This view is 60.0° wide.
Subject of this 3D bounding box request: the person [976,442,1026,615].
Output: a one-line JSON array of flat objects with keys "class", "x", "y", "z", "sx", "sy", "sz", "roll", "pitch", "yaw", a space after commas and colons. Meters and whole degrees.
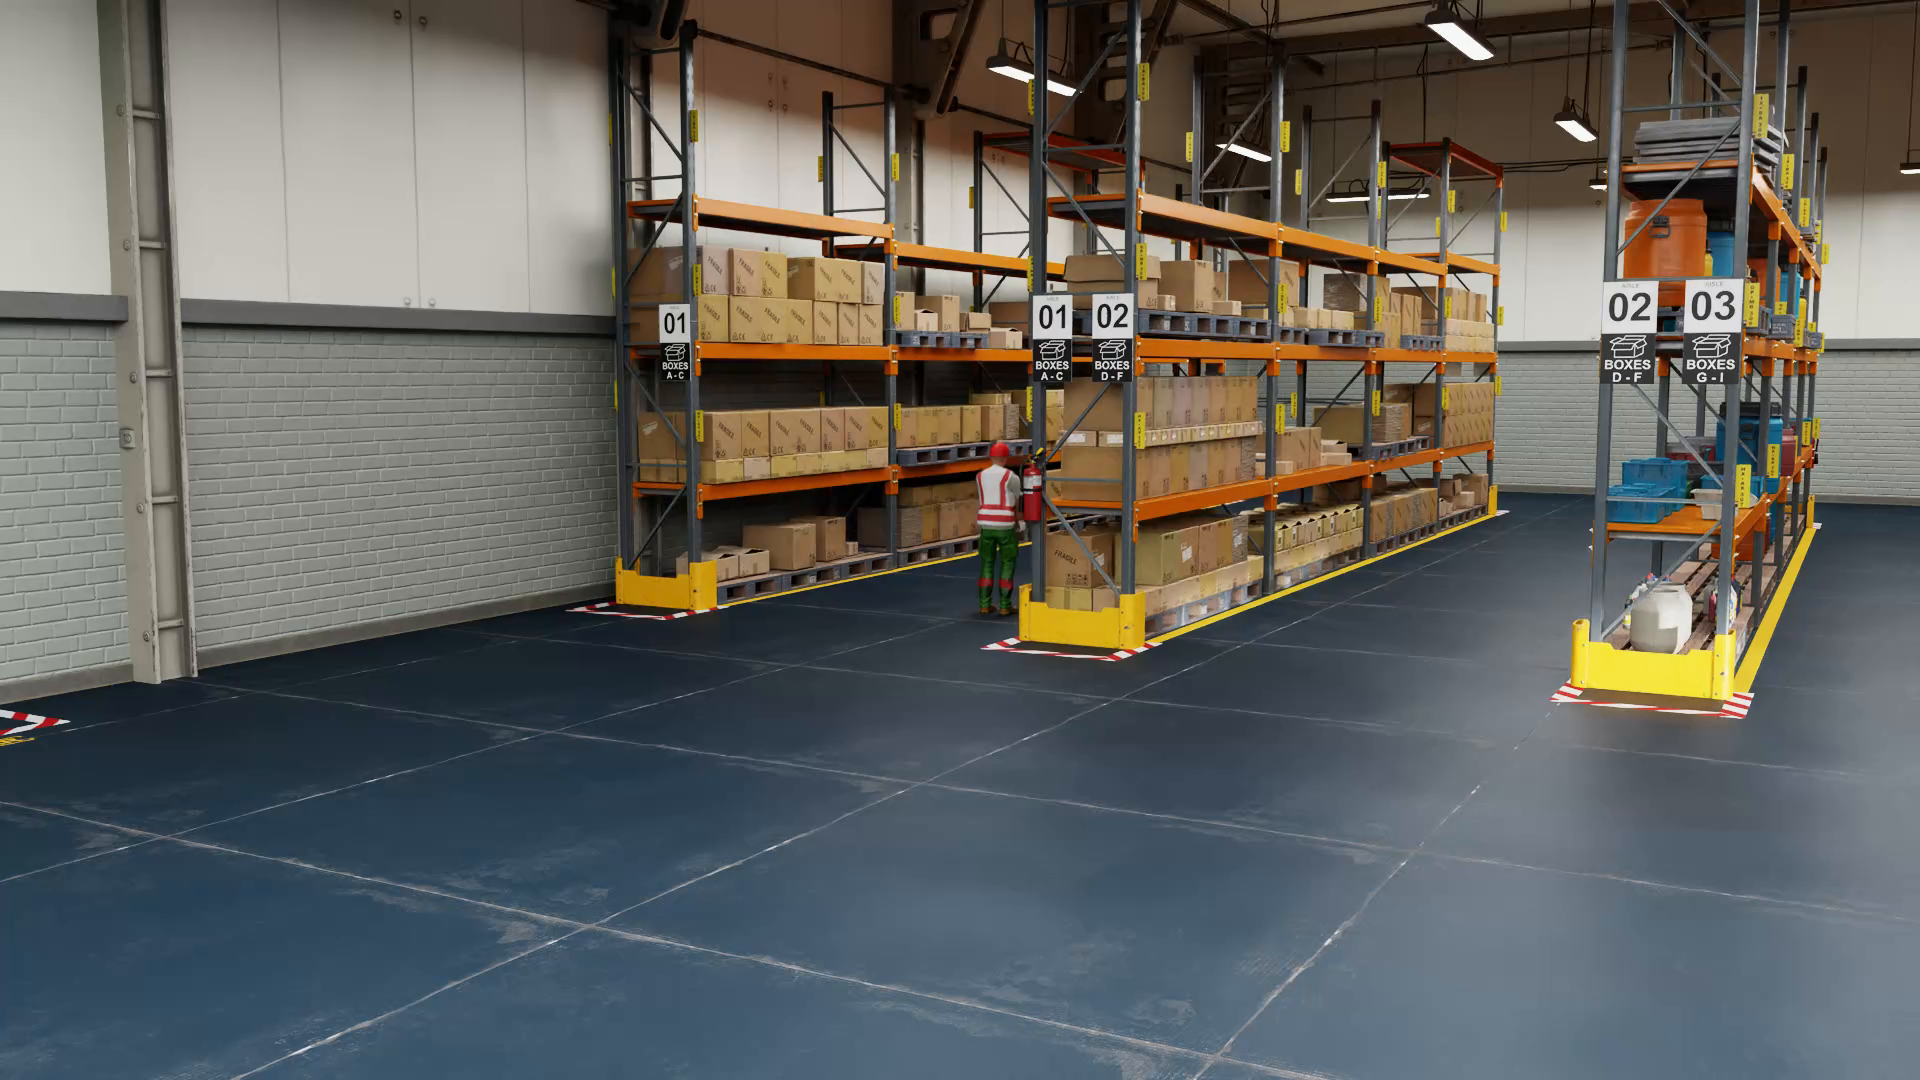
[{"class": "person", "x": 0.425, "y": -0.136, "z": 17.322, "sx": 0.493, "sy": 1.779, "sz": 0.574, "roll": 3, "pitch": 7, "yaw": 28}]
